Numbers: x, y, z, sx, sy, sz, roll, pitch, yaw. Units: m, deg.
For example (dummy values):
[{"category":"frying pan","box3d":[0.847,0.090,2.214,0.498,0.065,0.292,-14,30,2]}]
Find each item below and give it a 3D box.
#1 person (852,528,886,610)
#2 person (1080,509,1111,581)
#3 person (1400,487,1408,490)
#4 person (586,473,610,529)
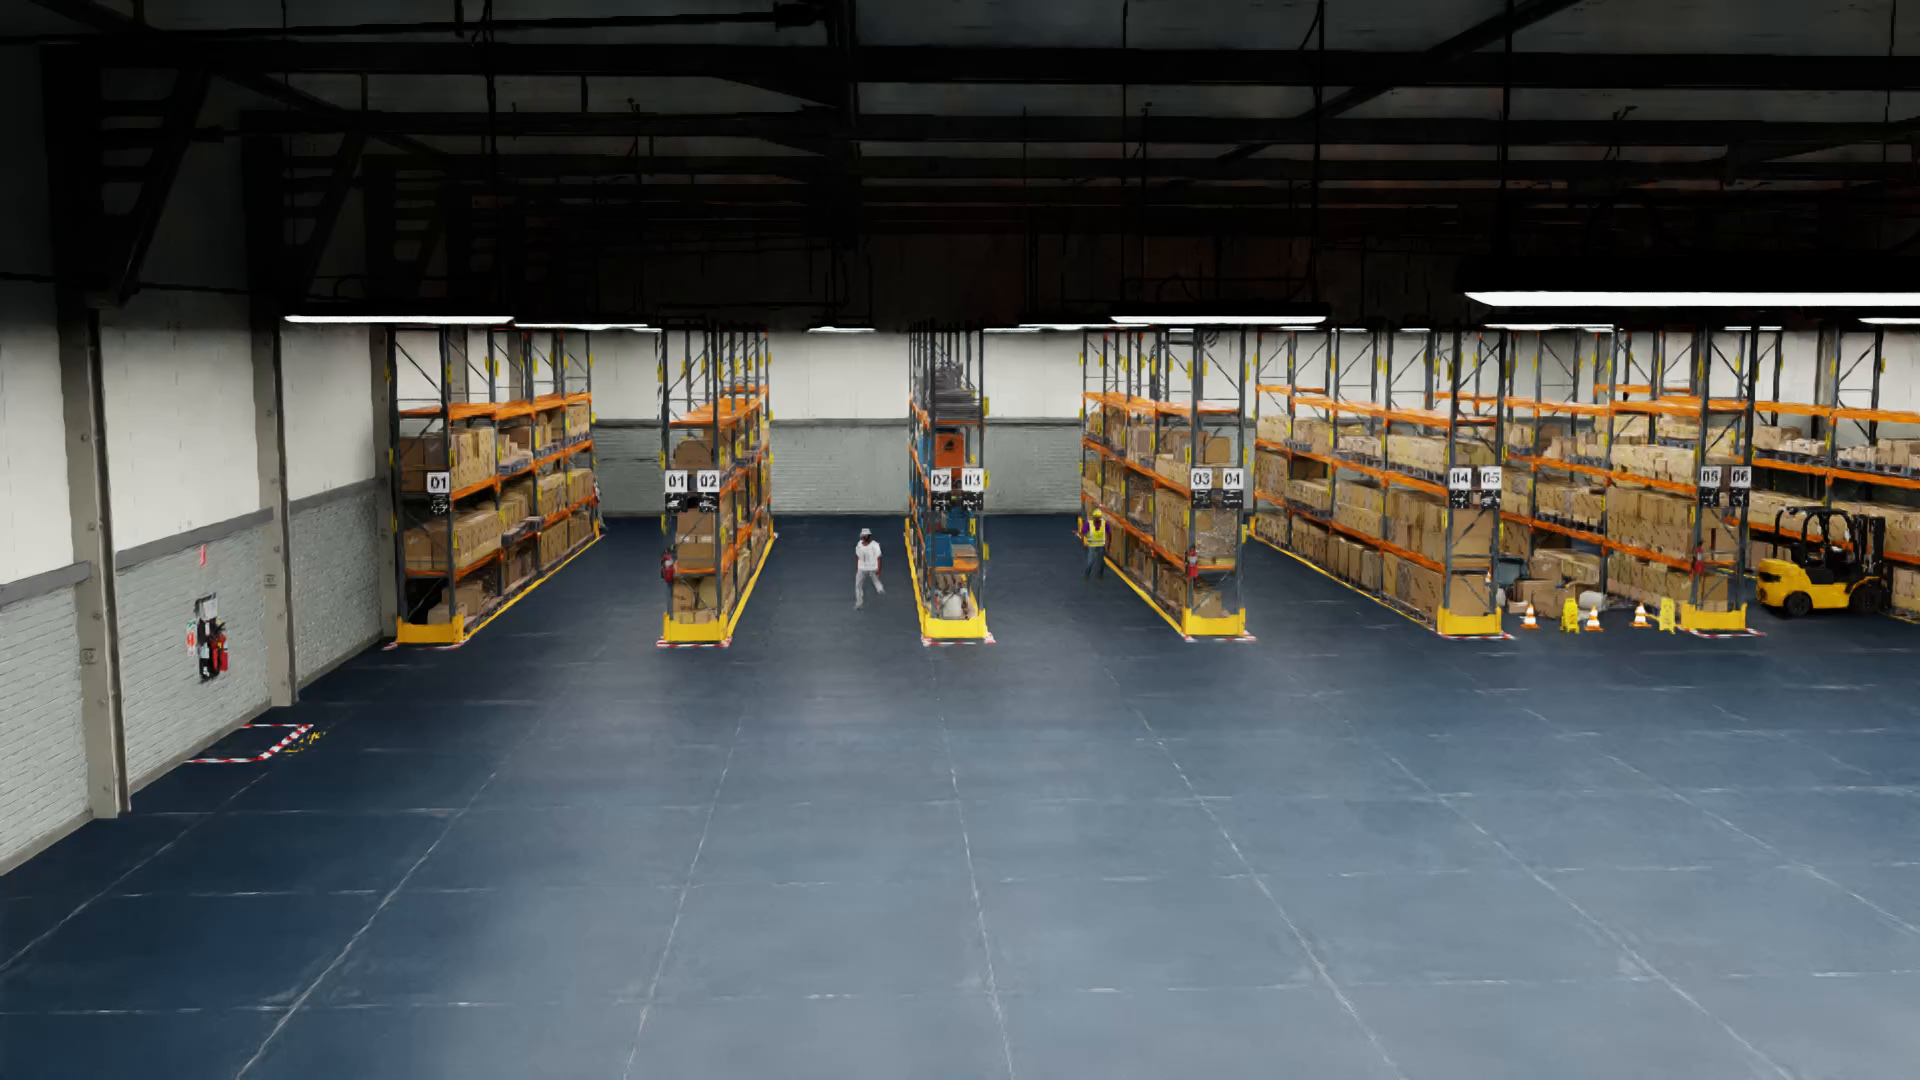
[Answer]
[{"category":"person","box3d":[-1.914,0.586,34.810,0.616,1.716,0.978,2,7,17]},{"category":"person","box3d":[3.150,0.121,38.572,0.718,1.714,0.572,0,7,-4]},{"category":"person","box3d":[11.505,-0.515,43.385,0.584,1.748,0.652,3,8,24]},{"category":"person","box3d":[-10.726,-1.135,48.748,0.560,1.671,0.700,5,9,36]}]
